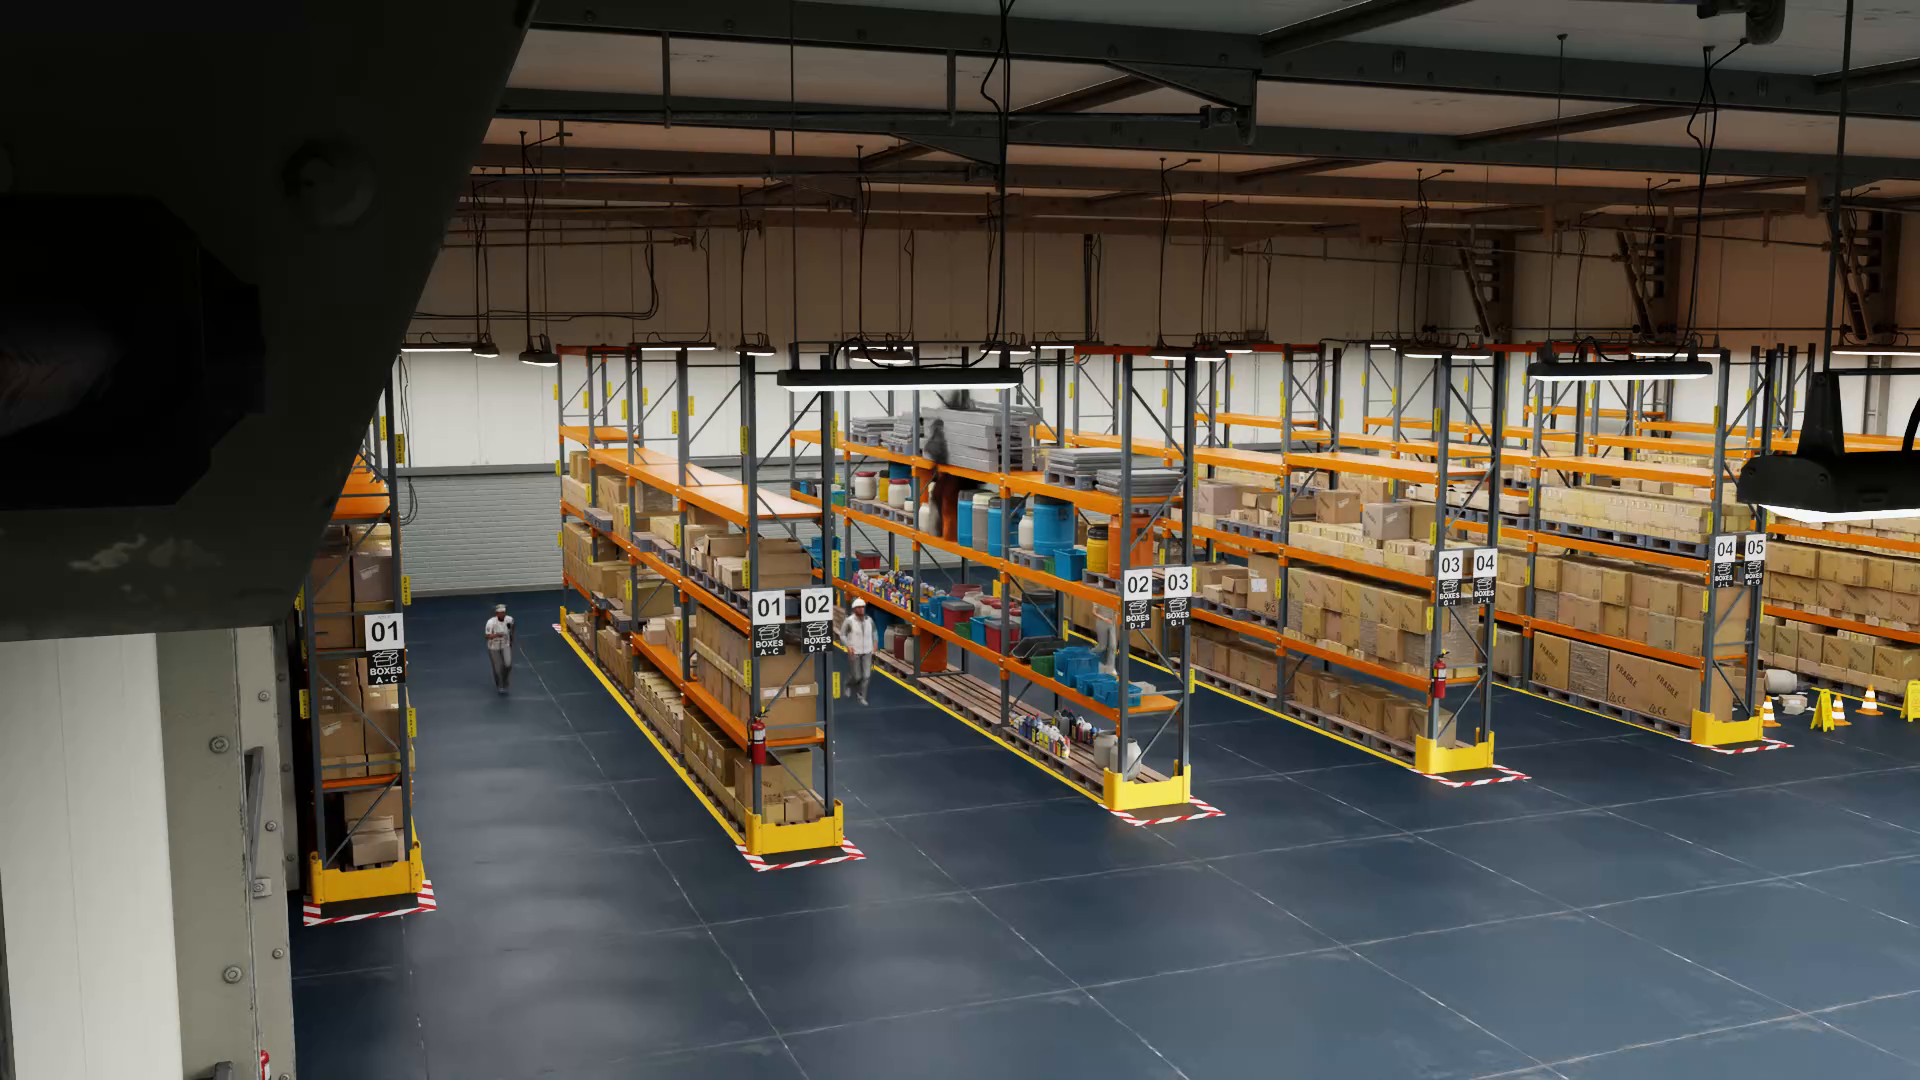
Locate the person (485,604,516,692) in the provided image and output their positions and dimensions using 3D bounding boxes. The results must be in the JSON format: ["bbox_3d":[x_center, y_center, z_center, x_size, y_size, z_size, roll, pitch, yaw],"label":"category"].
[{"bbox_3d":[-7.925,1.874,28.752,0.558,1.607,0.787,-3,8,-23],"label":"person"}]

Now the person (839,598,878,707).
[{"bbox_3d":[-1.646,1.812,27.141,0.682,1.752,0.605,-4,8,-26],"label":"person"}]

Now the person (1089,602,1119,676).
[{"bbox_3d":[2.570,1.541,29.561,0.589,1.670,0.794,-5,9,-34],"label":"person"}]

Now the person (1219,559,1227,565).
[{"bbox_3d":[5.388,1.172,34.627,0.592,1.577,0.667,-3,8,-24],"label":"person"}]
